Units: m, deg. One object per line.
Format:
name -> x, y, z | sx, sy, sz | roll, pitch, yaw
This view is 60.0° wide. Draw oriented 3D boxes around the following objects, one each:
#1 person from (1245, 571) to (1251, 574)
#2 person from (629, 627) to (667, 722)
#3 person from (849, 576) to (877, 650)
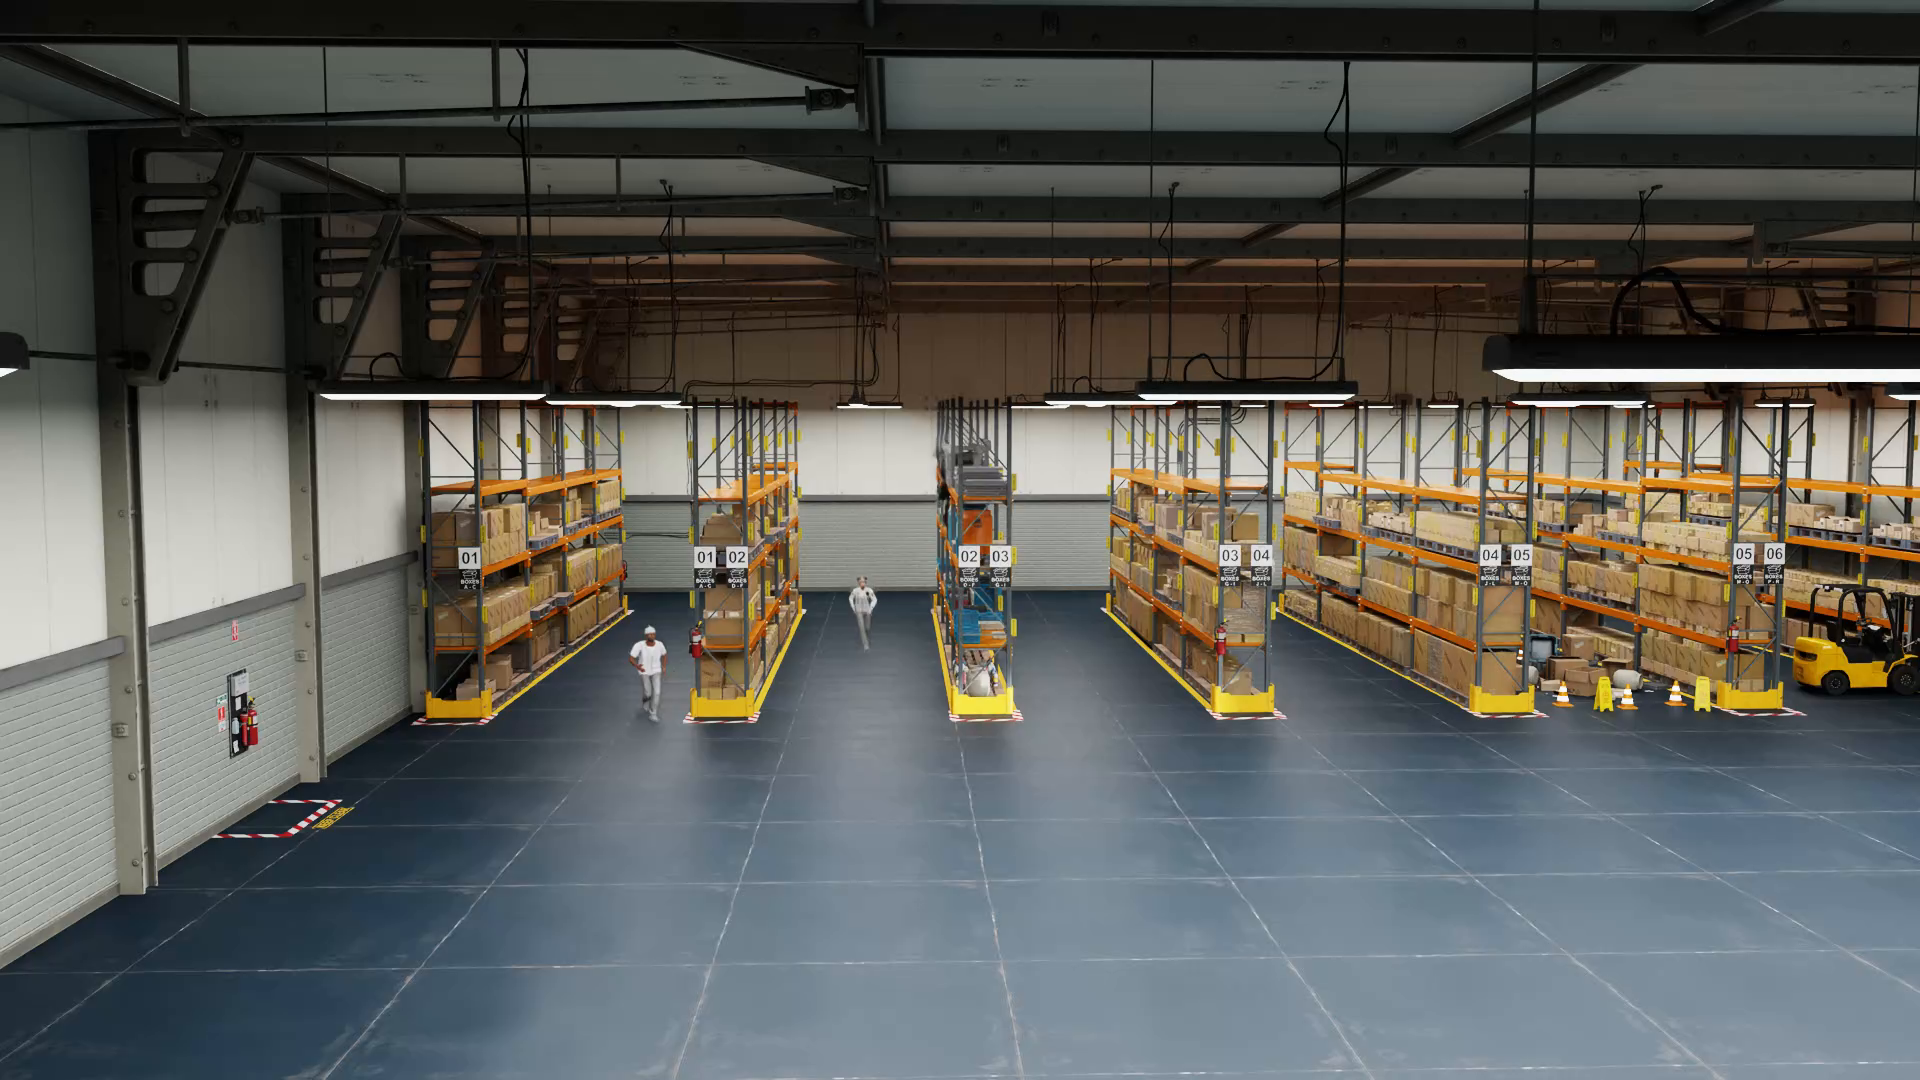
person -> 8.107, 1.340, 46.220 | 0.621, 1.677, 0.590 | -1, 4, -8
person -> -5.782, 2.478, 30.969 | 0.739, 1.742, 0.685 | -2, 5, -25
person -> -2.233, 1.660, 38.218 | 0.643, 1.685, 0.668 | 0, 4, -4
